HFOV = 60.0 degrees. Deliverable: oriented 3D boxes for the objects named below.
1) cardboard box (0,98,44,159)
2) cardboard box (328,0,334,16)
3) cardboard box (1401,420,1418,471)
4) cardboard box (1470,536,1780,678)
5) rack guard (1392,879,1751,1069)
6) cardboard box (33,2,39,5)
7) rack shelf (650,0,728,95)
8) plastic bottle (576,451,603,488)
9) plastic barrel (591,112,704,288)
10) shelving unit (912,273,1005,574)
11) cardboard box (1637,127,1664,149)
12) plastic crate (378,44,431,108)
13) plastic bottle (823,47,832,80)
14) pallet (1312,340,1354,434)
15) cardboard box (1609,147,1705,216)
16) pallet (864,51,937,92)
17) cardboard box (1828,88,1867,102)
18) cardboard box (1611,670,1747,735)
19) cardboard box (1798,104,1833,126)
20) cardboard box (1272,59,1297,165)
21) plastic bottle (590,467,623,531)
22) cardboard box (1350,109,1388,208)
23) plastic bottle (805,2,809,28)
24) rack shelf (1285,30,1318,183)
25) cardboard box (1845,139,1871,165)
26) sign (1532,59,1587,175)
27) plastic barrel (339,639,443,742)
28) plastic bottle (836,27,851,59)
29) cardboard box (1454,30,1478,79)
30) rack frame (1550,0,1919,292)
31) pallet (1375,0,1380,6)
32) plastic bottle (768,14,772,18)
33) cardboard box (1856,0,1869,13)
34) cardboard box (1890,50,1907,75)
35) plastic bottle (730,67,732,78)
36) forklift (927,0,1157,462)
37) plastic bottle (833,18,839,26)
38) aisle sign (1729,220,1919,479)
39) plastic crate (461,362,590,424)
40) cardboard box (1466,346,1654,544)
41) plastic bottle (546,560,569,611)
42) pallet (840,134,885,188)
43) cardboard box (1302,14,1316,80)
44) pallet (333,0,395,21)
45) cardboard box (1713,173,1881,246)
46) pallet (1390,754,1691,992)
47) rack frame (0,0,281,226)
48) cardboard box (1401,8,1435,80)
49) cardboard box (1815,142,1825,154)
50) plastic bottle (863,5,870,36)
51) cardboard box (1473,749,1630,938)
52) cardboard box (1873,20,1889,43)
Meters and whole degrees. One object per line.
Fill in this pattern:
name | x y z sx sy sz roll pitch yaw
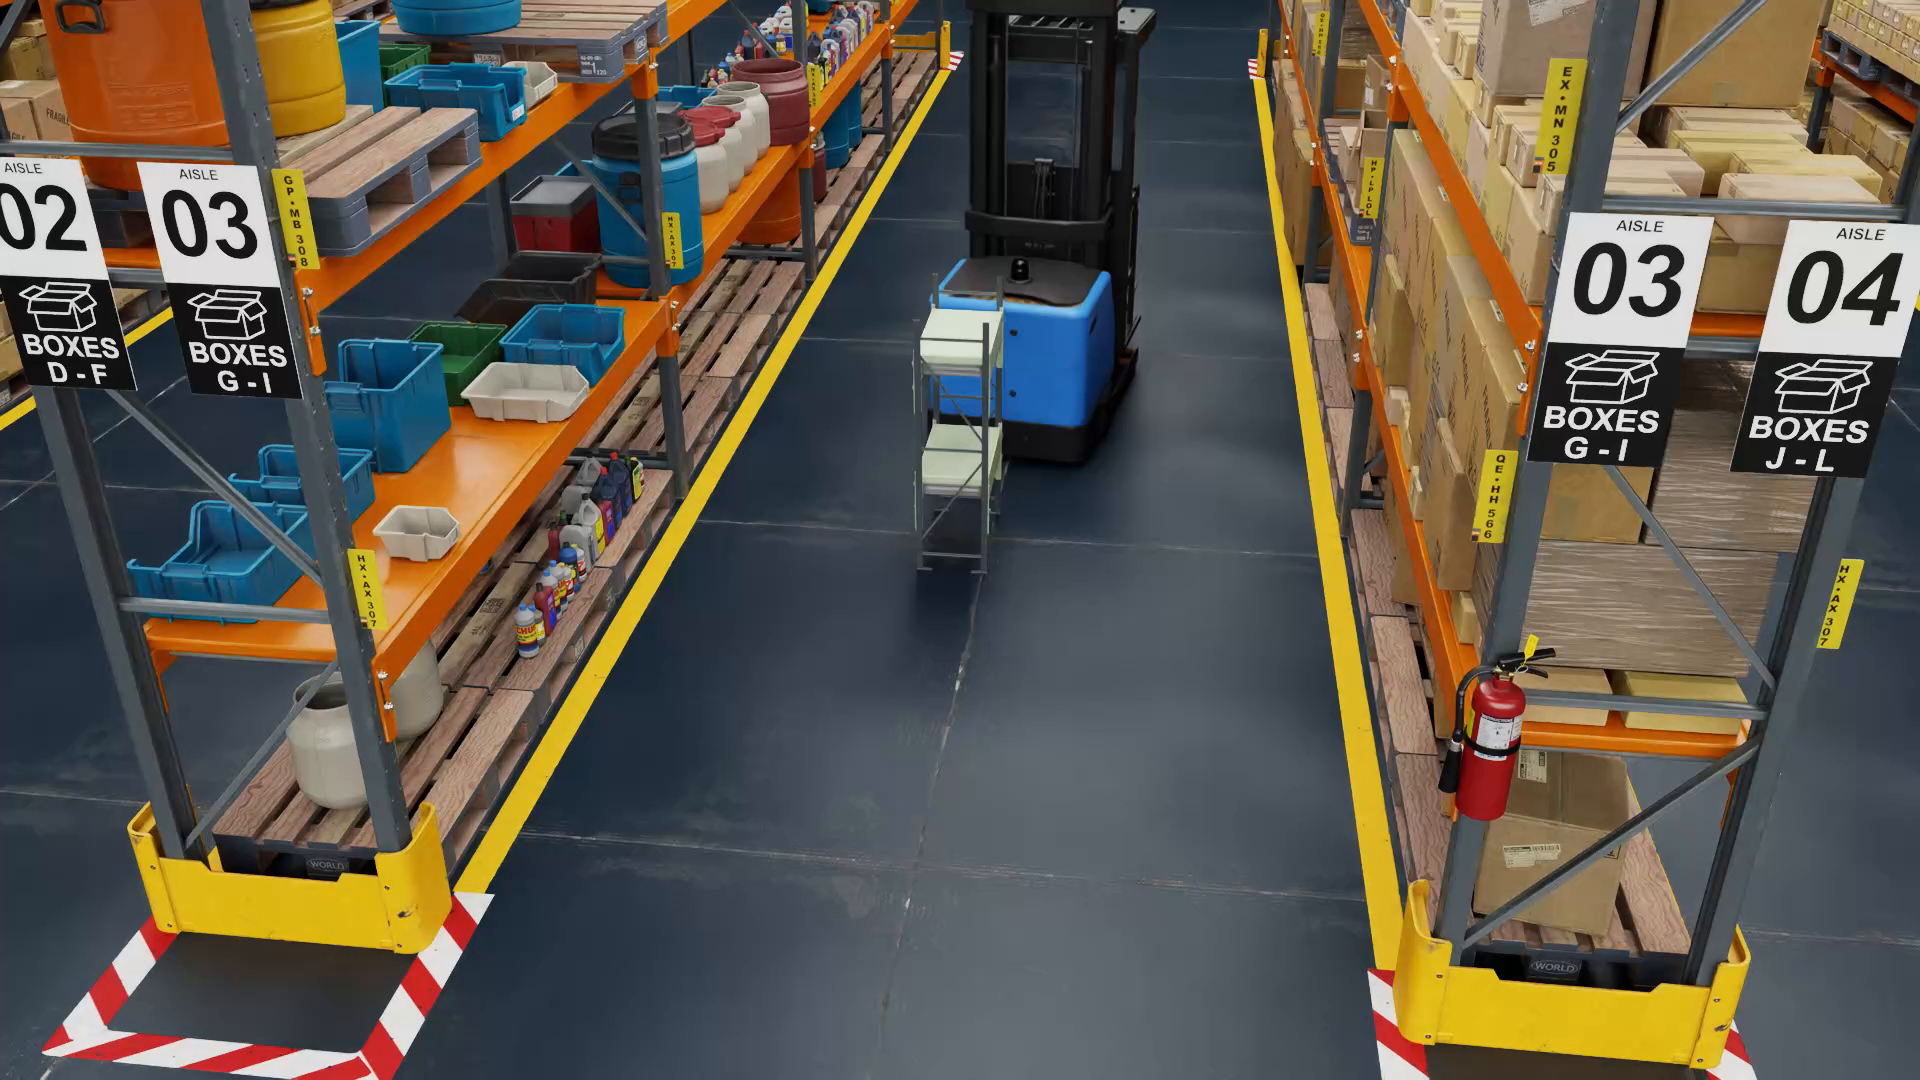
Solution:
cardboard box | -6.858 -2.795 11.669 0.500 0.500 0.500 3 28 6
cardboard box | -6.269 -5.066 15.442 0.700 0.500 0.500 -4 29 -7
cardboard box | 2.242 -0.428 7.646 0.380 0.149 0.250 3 28 6
cardboard box | 2.342 0.122 5.942 0.875 0.500 0.500 3 28 6
rack guard | 2.257 1.619 6.218 1.175 0.500 0.348 3 28 6
cardboard box | -10.864 -6.349 19.882 0.380 0.149 0.250 4 29 7
rack shelf | -1.933 -3.562 10.795 1.077 0.370 4.000 3 28 6
plastic bottle | -2.114 -0.333 9.534 0.144 0.351 0.185 3 28 6
plastic barrel | -1.830 -2.002 9.774 0.600 0.901 0.708 3 28 6
shelving unit | -0.001 -0.657 9.388 0.431 1.500 0.755 3 28 6
cardboard box | 2.684 -1.388 6.160 0.500 0.250 0.500 3 28 6
plastic crate | -2.642 -2.117 7.578 0.336 0.188 0.450 3 28 6
plastic bottle | -1.160 -4.116 14.363 0.097 0.271 0.097 0 28 0
pallet | 2.978 -1.044 11.465 1.003 0.211 1.213 3 28 6
cardboard box | 2.120 -1.141 5.280 0.380 0.149 0.250 2 28 5
pallet | -0.848 -5.652 20.018 1.003 0.211 1.213 3 28 6
cardboard box | 8.960 -4.473 16.825 0.380 0.149 0.250 3 28 5
cardboard box | 2.519 0.544 5.842 0.380 0.149 0.250 3 28 6
cardboard box | 8.413 -4.133 16.195 0.380 0.149 0.250 4 29 8
cardboard box | 3.659 -4.042 15.887 1.225 0.875 0.875 3 29 6
plastic bottle | -1.995 -0.234 9.351 0.144 0.351 0.185 2 28 4
cardboard box | 2.858 -2.381 10.454 0.797 0.503 0.637 6 29 11
plastic bottle | -1.568 -5.195 16.282 0.144 0.351 0.185 3 28 6
rack shelf | 3.472 -3.836 14.467 1.077 0.370 4.000 3 28 6
cardboard box | 8.211 -3.262 14.834 0.500 0.500 0.500 5 29 8
sign | 1.699 -1.198 4.715 0.100 0.325 0.005 3 28 6
plastic barrel | -2.602 0.626 7.605 0.421 0.512 0.421 0 28 0
plastic bottle | -1.077 -4.542 15.148 0.152 0.276 0.135 3 28 6
cardboard box | 2.269 -2.008 6.889 0.380 0.149 0.250 3 28 5
rack frame | 2.247 -2.087 4.136 1.000 3.000 0.127 3 28 6
pallet | 3.043 -3.339 9.821 1.213 0.211 1.003 3 28 6
plastic bottle | -1.775 -4.765 15.555 0.061 0.283 0.133 3 28 6
cardboard box | 8.061 -4.684 14.477 0.380 0.149 0.250 4 29 7
cardboard box | 7.934 -3.941 13.725 0.380 0.149 0.250 2 28 4
plastic bottle | -1.966 -3.927 14.085 0.097 0.201 0.097 0 28 0
forklift | 0.665 -2.464 11.233 1.130 2.935 3.031 7 29 13
plastic bottle | -1.158 -4.711 15.467 0.097 0.271 0.097 0 28 0
aisle sign | 2.537 -0.544 4.856 0.394 0.787 0.004 3 28 6
plastic crate | -2.126 -0.722 8.205 0.530 0.136 0.437 3 28 6
cardboard box | 2.069 -0.334 5.735 0.500 0.500 0.500 3 28 6
plastic bottle | -2.083 0.230 8.573 0.097 0.271 0.097 0 28 0
pallet | -1.334 -3.794 16.570 1.003 0.211 1.213 3 28 6
cardboard box | 3.233 -4.221 14.317 0.500 0.500 0.500 4 29 7
pallet | -6.320 -5.218 16.475 1.003 0.211 1.213 3 28 6
cardboard box | 2.510 -0.992 5.004 0.380 0.149 0.250 3 28 6
pallet | 2.391 1.366 6.993 1.003 0.211 1.213 3 28 6
rack frame | -2.668 -2.375 4.670 1.000 3.000 0.127 3 28 6
cardboard box | 2.428 -2.386 8.012 0.500 0.250 0.500 2 28 4
cardboard box | 8.338 -3.893 16.376 0.380 0.149 0.250 4 29 7
plastic bottle | -0.909 -5.015 16.019 0.061 0.283 0.133 3 28 6
cardboard box | 2.340 1.177 6.596 0.500 0.500 0.500 9 30 16
cardboard box | 8.000 -4.312 14.100 0.380 0.149 0.250 4 29 8
